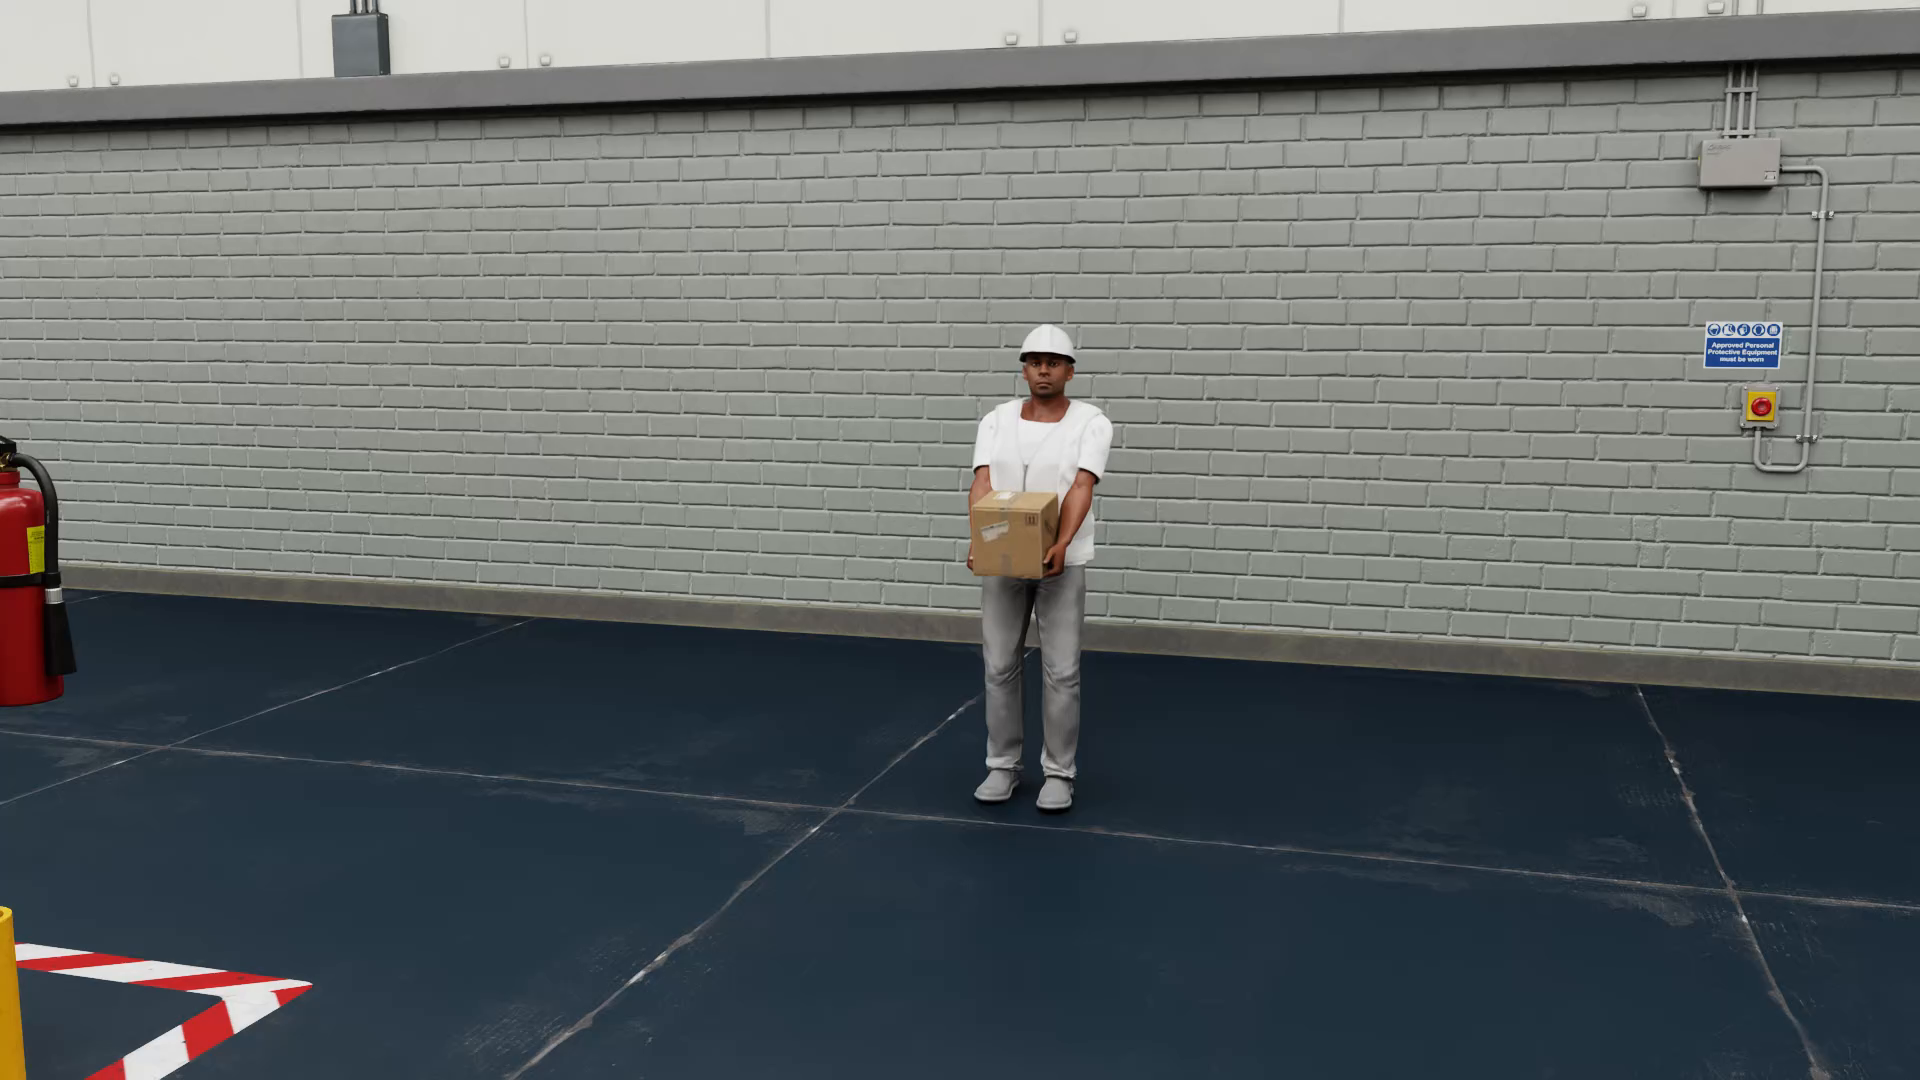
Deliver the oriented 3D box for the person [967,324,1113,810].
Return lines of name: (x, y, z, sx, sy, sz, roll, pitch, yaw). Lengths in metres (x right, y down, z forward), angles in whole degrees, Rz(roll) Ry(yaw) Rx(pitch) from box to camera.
person: (0.267, 0.104, 6.053, 0.504, 1.760, 0.585, 3, 9, 17)
